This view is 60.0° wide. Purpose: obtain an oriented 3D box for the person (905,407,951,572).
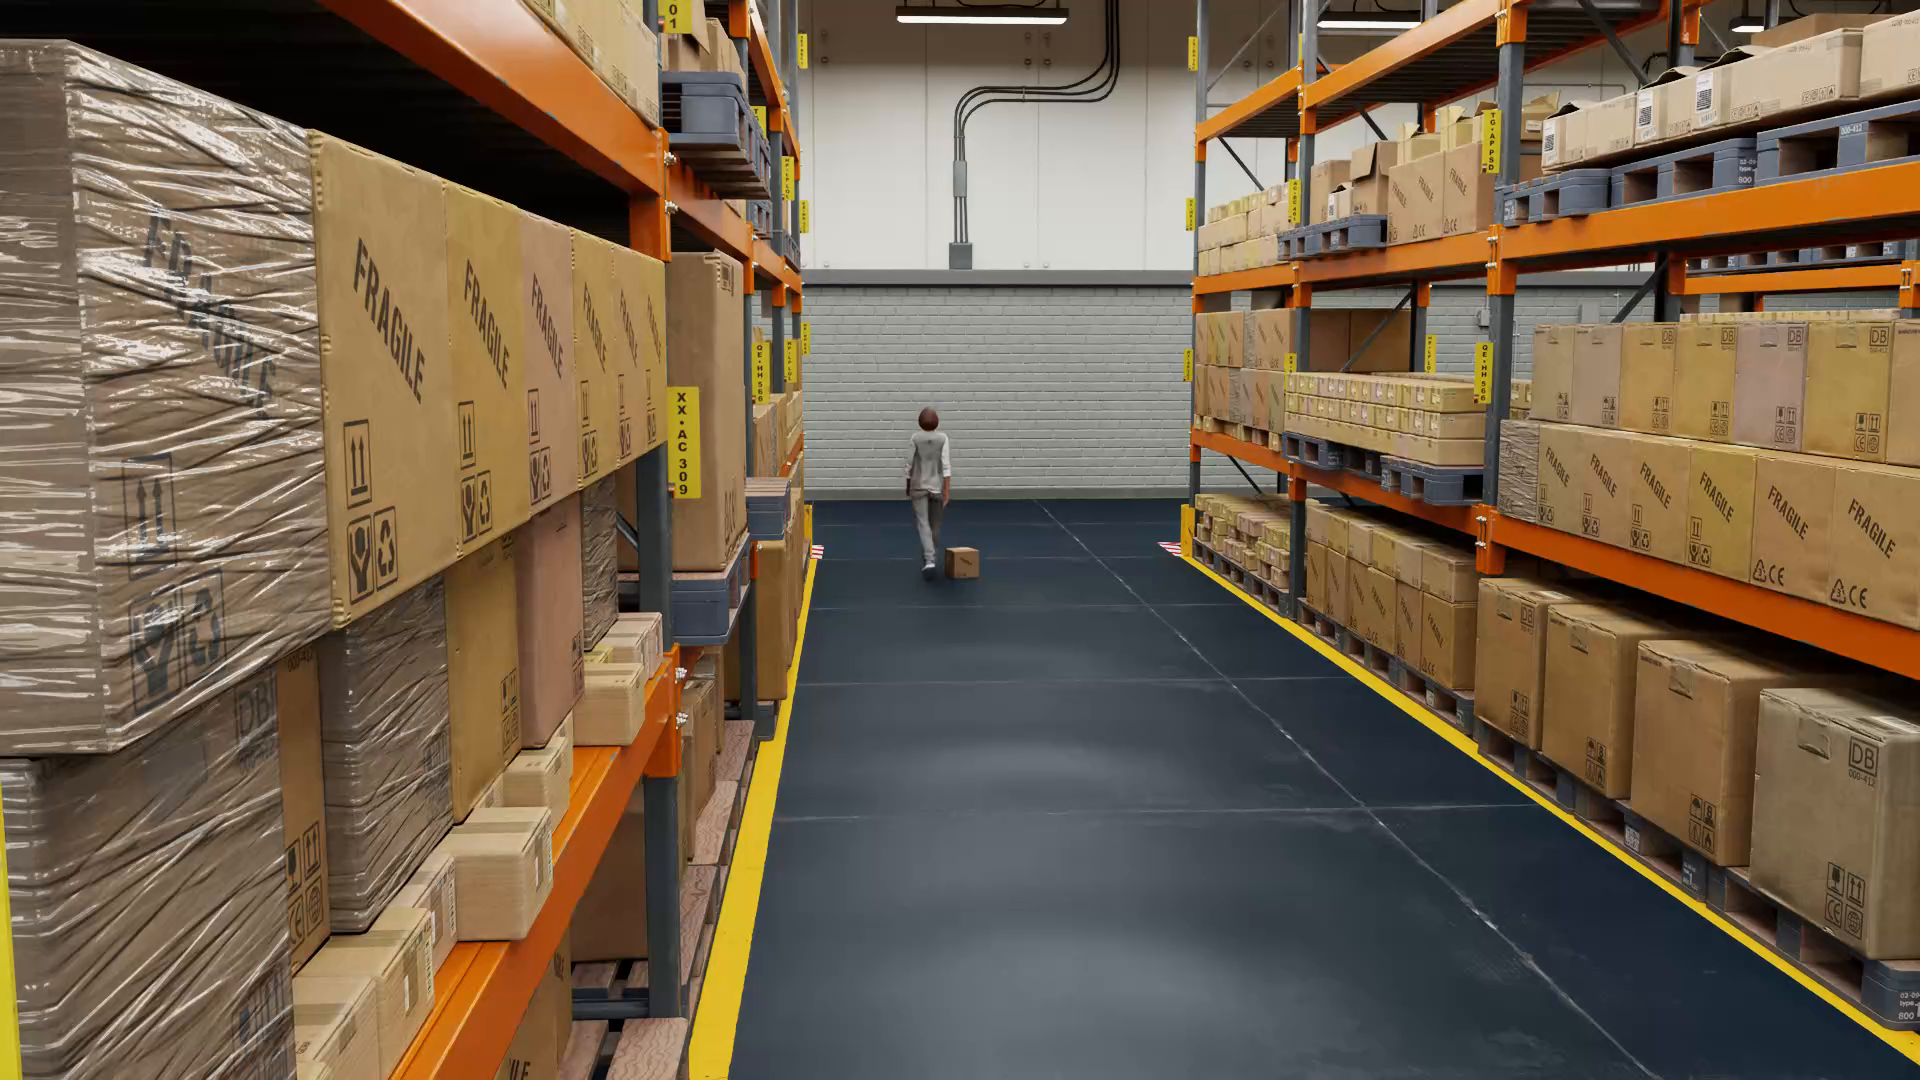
[{"bbox_3d":[-0.309,-0.483,15.645,0.414,1.541,0.944,-1,7,-11],"label":"person"}]
